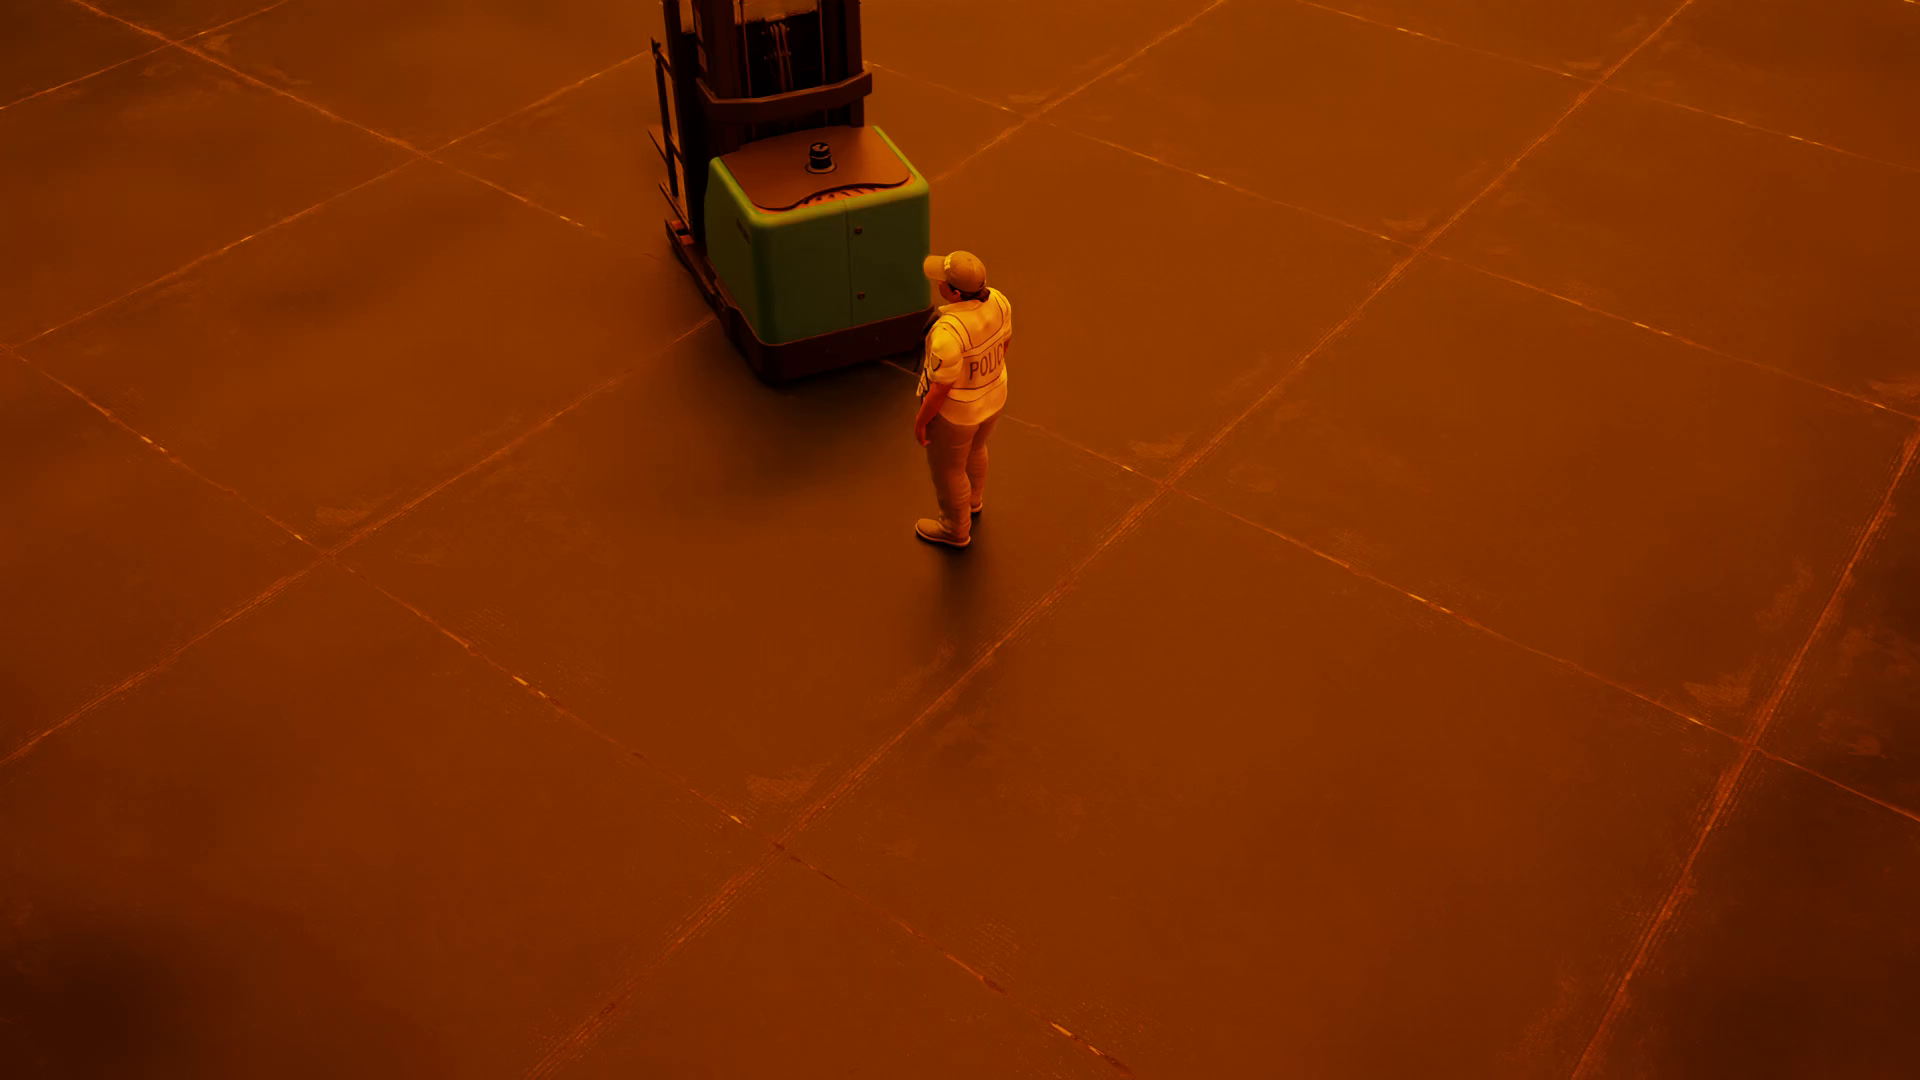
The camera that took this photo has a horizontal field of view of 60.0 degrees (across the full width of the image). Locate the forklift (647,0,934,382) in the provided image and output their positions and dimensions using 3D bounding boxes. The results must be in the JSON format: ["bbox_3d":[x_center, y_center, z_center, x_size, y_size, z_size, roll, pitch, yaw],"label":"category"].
[{"bbox_3d":[-1.204,-2.955,9.540,1.130,2.935,3.031,-16,43,-18],"label":"forklift"}]

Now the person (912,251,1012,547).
[{"bbox_3d":[-0.047,-0.681,7.838,0.529,1.670,0.598,26,47,28],"label":"person"}]
